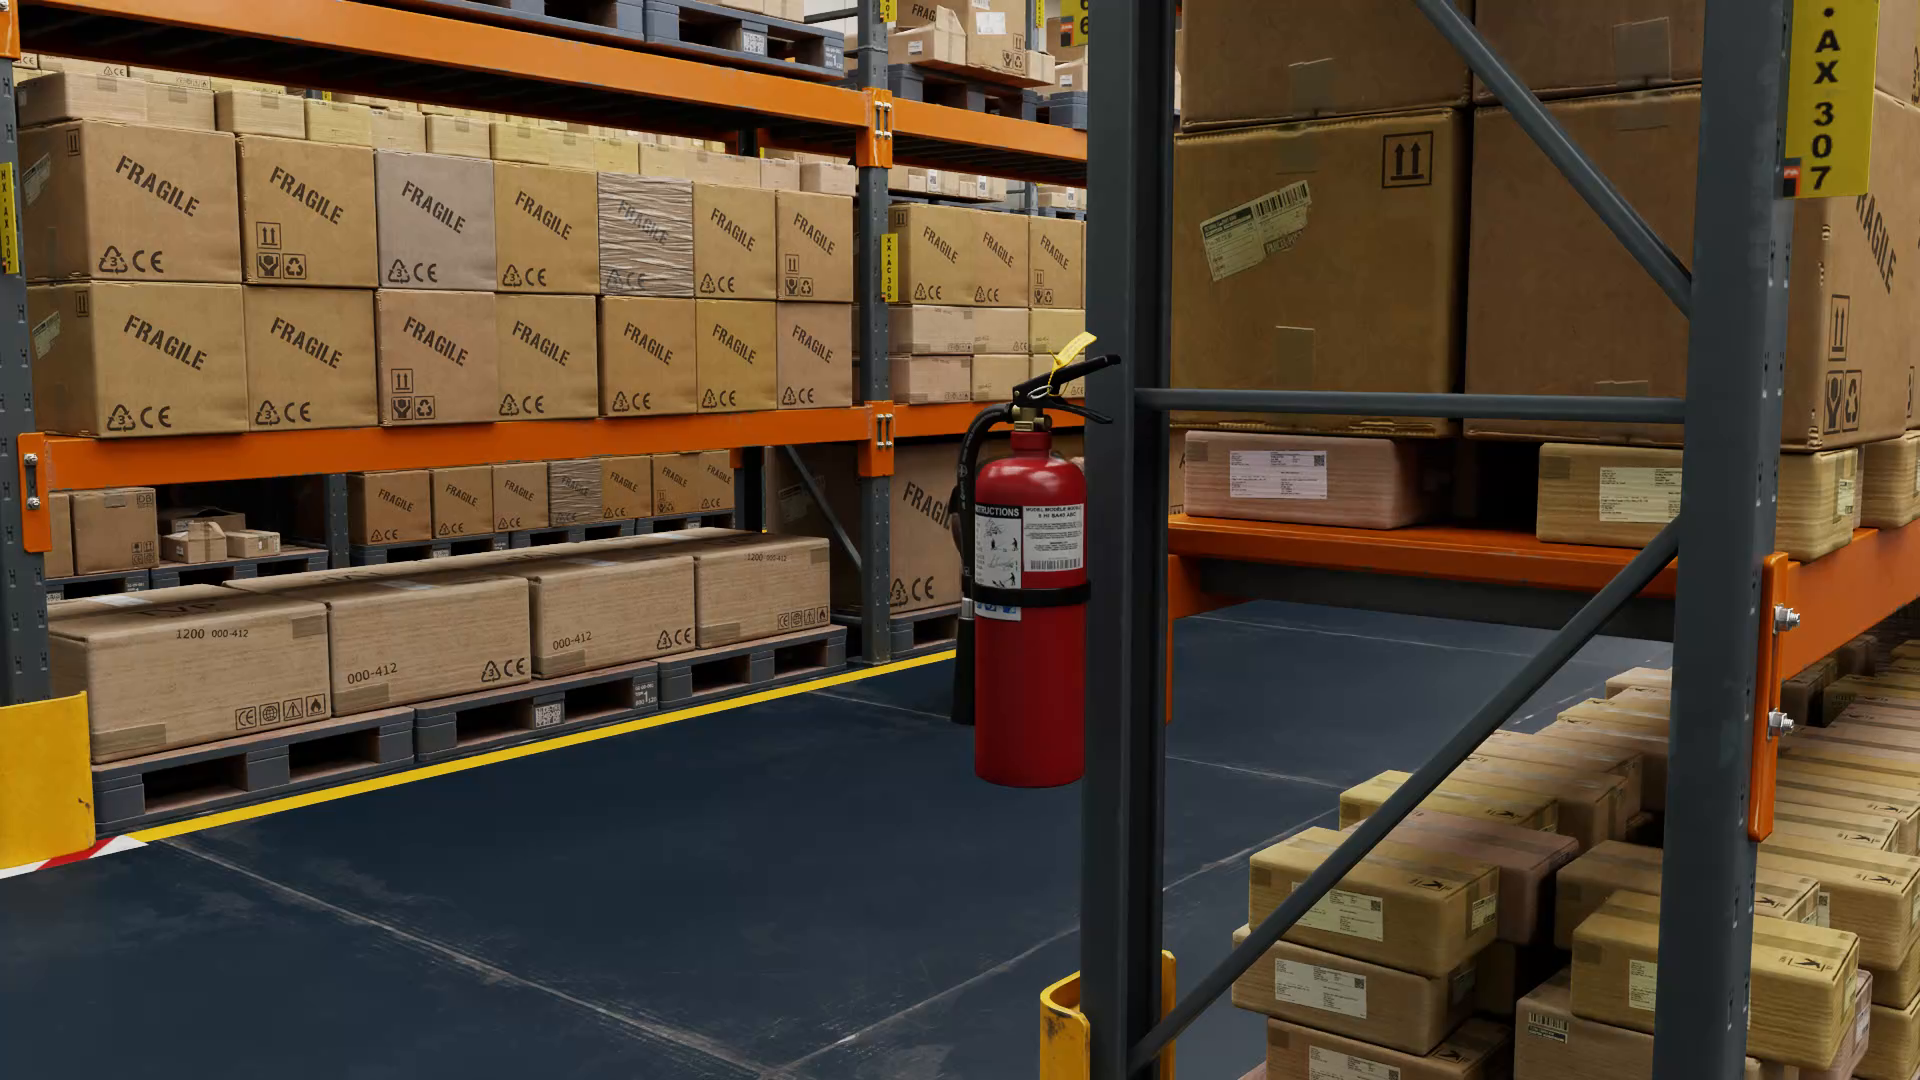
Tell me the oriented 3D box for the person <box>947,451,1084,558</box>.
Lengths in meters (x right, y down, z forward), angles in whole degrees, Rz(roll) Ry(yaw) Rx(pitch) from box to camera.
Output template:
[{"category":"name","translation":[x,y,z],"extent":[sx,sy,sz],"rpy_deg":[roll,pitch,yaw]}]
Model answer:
[{"category":"person","translation":[0.349,0.161,7.625],"extent":[0.467,1.105,0.935],"rpy_deg":[5,8,36]}]
